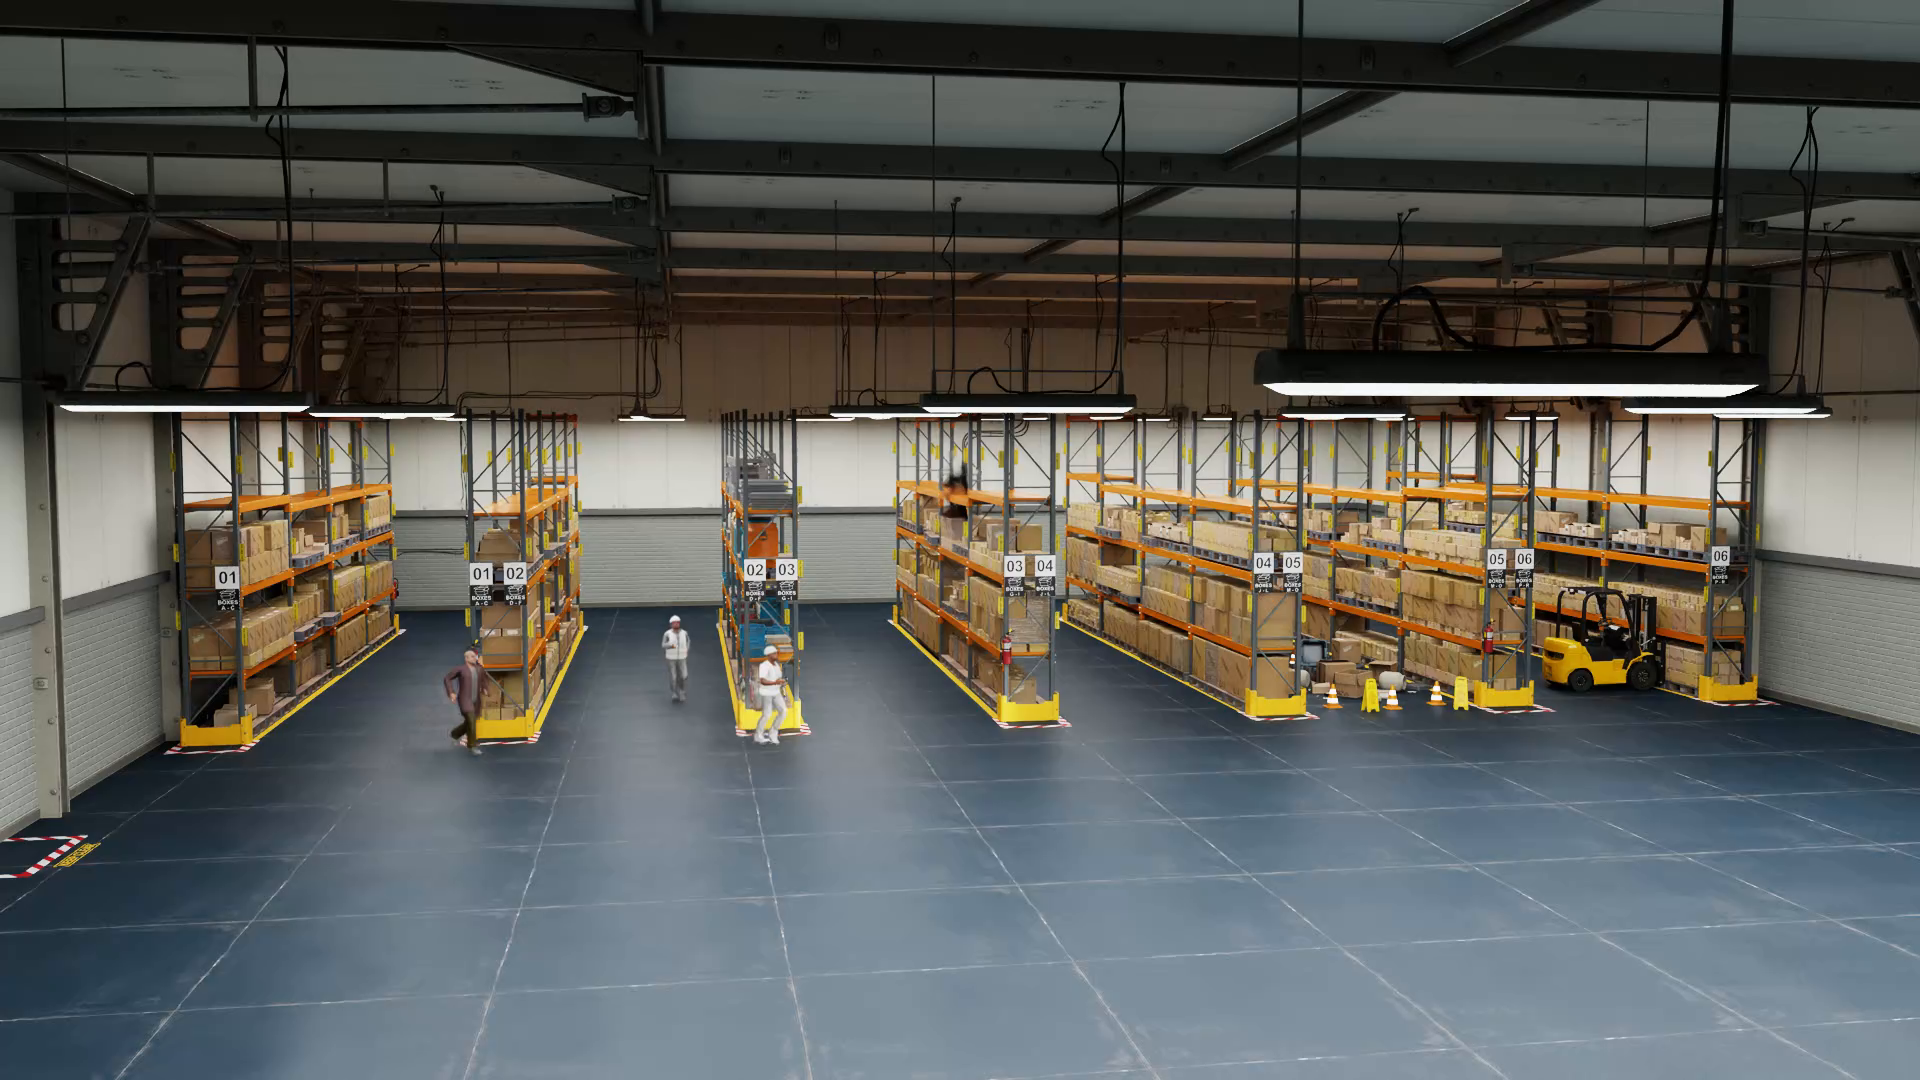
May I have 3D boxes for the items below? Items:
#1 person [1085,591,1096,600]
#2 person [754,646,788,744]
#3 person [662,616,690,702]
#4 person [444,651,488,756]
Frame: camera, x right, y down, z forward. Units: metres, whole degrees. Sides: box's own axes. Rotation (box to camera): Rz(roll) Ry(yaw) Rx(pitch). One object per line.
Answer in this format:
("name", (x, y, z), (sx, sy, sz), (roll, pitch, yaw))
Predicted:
("person", (4.091, 1.427, 49.874), (0.684, 1.618, 0.568), (-1, 4, -15))
("person", (-3.345, 2.787, 29.730), (0.689, 1.803, 0.723), (2, 5, 28))
("person", (-5.820, 2.459, 34.273), (0.637, 1.789, 0.669), (-2, 4, -21))
("person", (-8.556, 2.826, 29.041), (0.914, 1.767, 0.748), (3, 5, 36))
